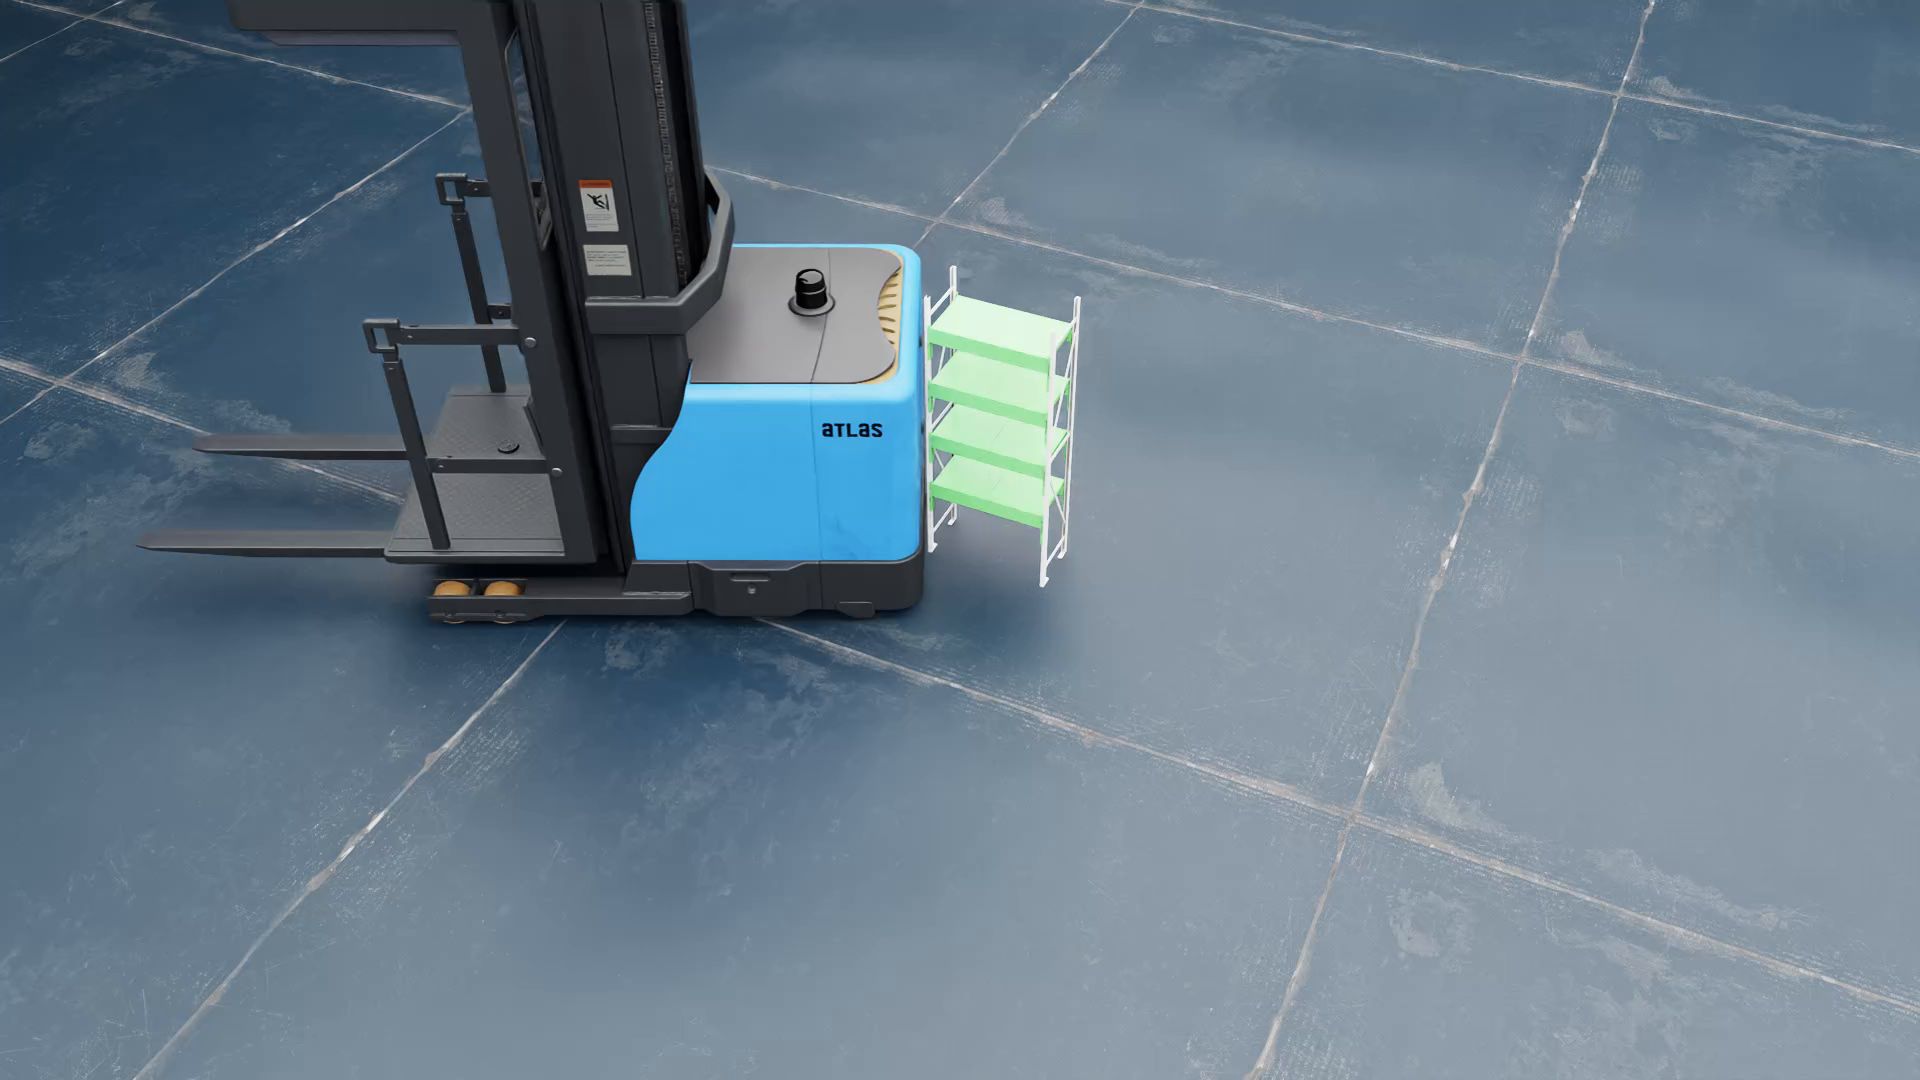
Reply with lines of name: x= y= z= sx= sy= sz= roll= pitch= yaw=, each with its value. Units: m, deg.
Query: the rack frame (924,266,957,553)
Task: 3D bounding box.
rack frame: x=-0.071 y=-0.475 z=6.382 sx=0.015 sy=1.200 sz=0.240 roll=17 pitch=44 yaw=19

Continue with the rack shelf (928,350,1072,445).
rack shelf: x=0.150 y=-0.541 z=6.189 sx=0.480 sy=0.148 sz=0.258 roll=17 pitch=44 yaw=19

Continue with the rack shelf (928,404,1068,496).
rack shelf: x=0.150 y=-0.359 z=6.346 sx=0.480 sy=0.148 sz=0.258 roll=17 pitch=44 yaw=19

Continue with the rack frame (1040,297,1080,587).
rack frame: x=0.371 y=-0.340 z=6.226 sx=0.015 sy=1.200 sz=0.240 roll=17 pitch=44 yaw=19

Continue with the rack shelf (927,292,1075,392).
rack shelf: x=0.150 y=-0.722 z=6.032 sx=0.480 sy=0.148 sz=0.258 roll=17 pitch=44 yaw=19

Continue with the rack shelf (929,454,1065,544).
rack shelf: x=0.150 y=-0.178 z=6.503 sx=0.480 sy=0.148 sz=0.258 roll=17 pitch=44 yaw=19

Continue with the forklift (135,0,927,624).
forklift: x=-1.655 y=-1.134 z=5.820 sx=3.031 sy=2.935 sz=1.130 roll=0 pitch=41 yaw=0

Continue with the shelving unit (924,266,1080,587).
shelving unit: x=0.150 y=-0.408 z=6.304 sx=0.503 sy=1.200 sz=0.258 roll=17 pitch=44 yaw=19
